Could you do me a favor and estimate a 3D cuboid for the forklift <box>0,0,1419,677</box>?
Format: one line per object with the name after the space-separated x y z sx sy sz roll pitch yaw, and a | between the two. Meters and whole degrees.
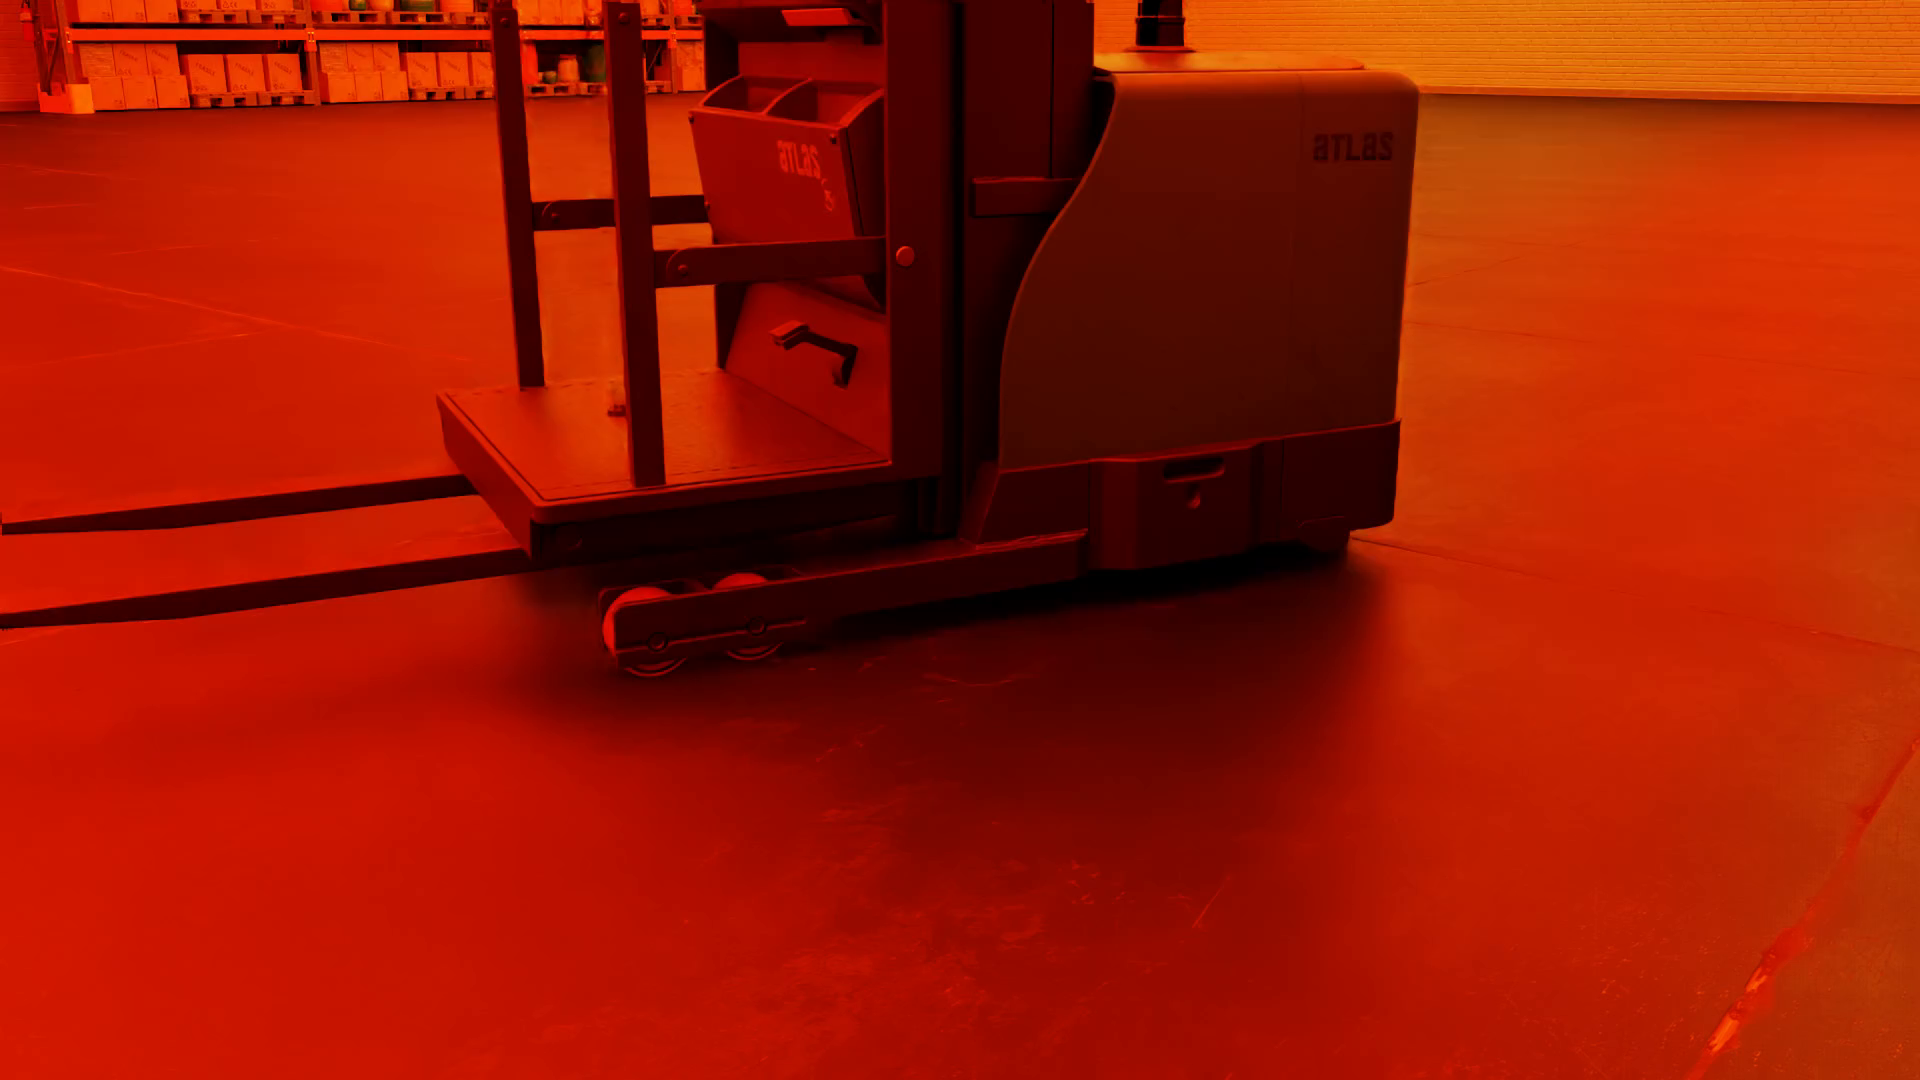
-0.547 -1.321 3.249 3.031 2.935 1.130 -8 19 -25 | forklift
